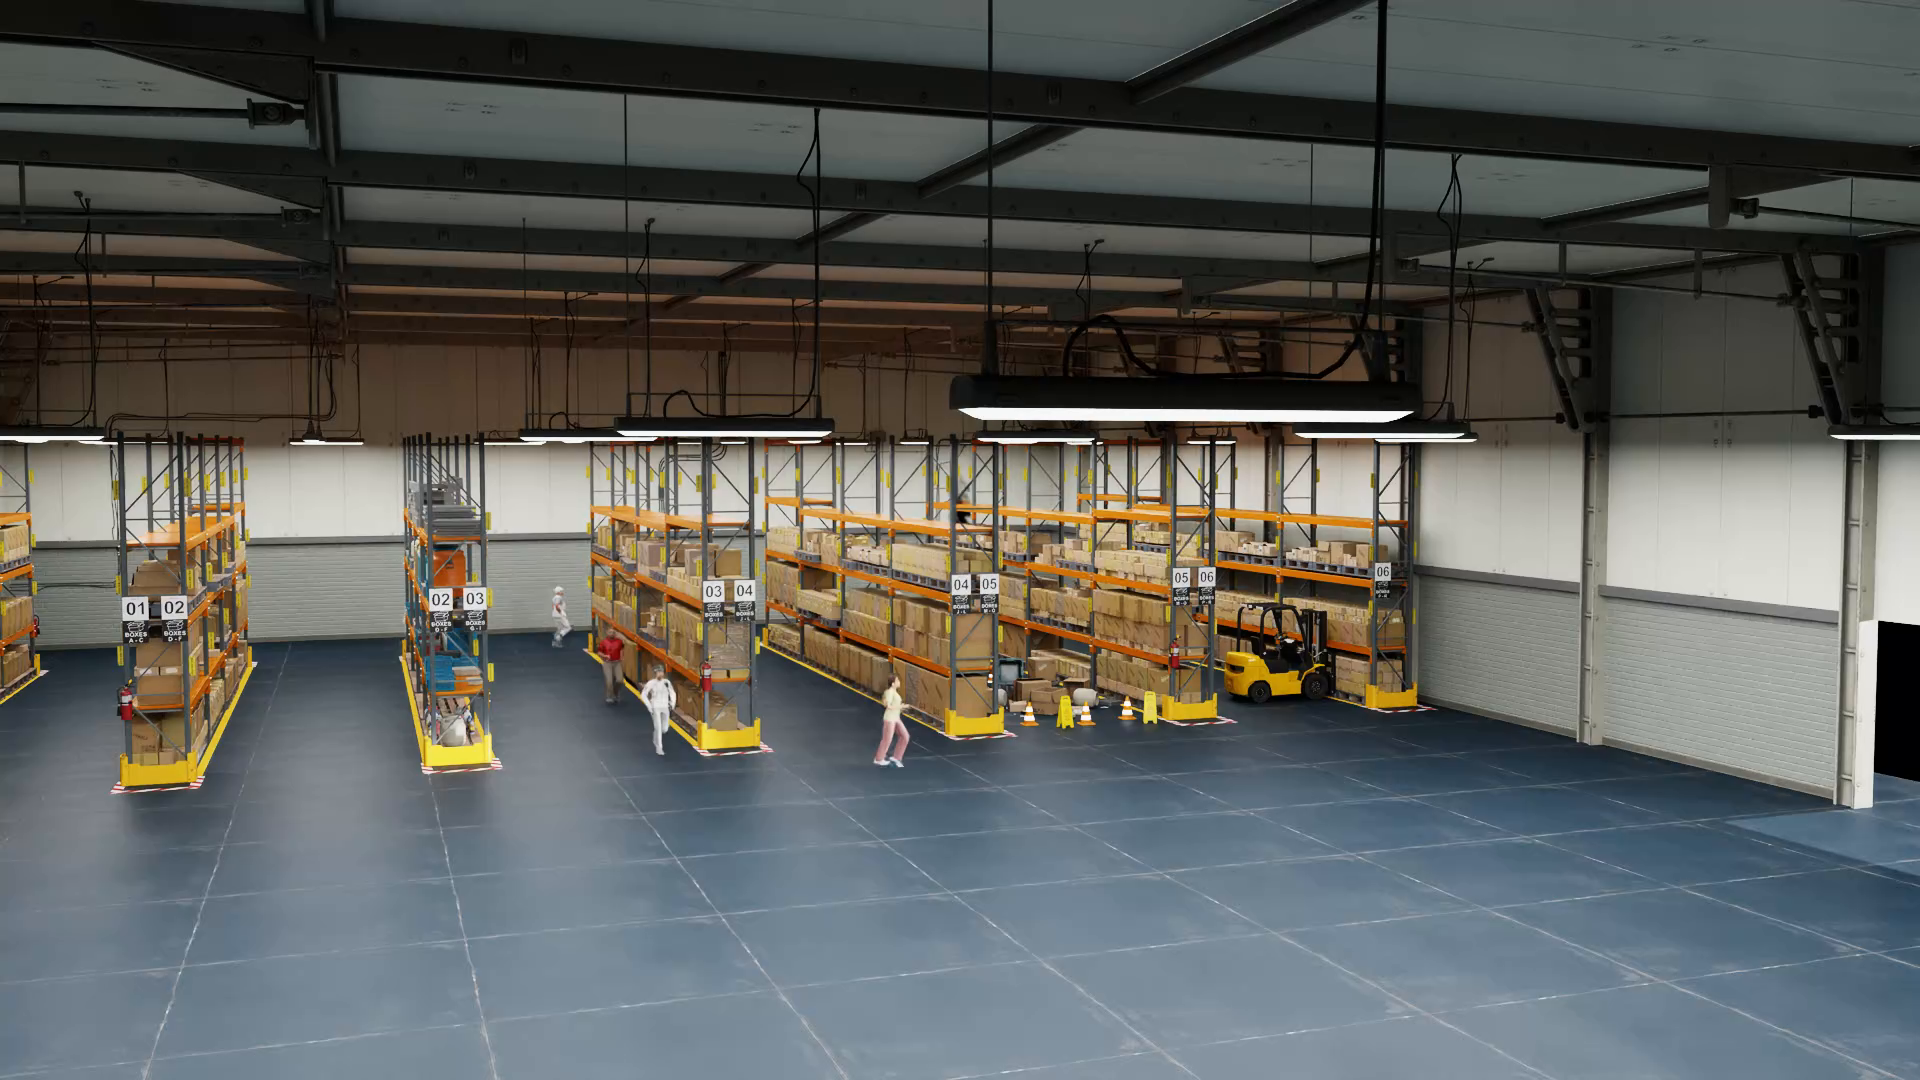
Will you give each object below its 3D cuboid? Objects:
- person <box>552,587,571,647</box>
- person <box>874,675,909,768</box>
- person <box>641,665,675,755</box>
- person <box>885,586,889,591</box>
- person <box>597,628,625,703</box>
[{"bbox_3d":[-11.435,2.199,47.691,0.576,1.737,0.645,-2,4,-33],"label":"person"},{"bbox_3d":[-1.222,3.263,29.666,0.694,1.698,0.546,1,3,15],"label":"person"},{"bbox_3d":[-5.676,3.170,31.326,0.654,1.673,0.693,-2,4,-28],"label":"person"},{"bbox_3d":[-2.176,2.088,51.004,0.732,1.636,0.552,-1,3,-17],"label":"person"},{"bbox_3d":[-7.742,2.818,37.122,0.648,1.708,0.621,-1,3,-24],"label":"person"}]
